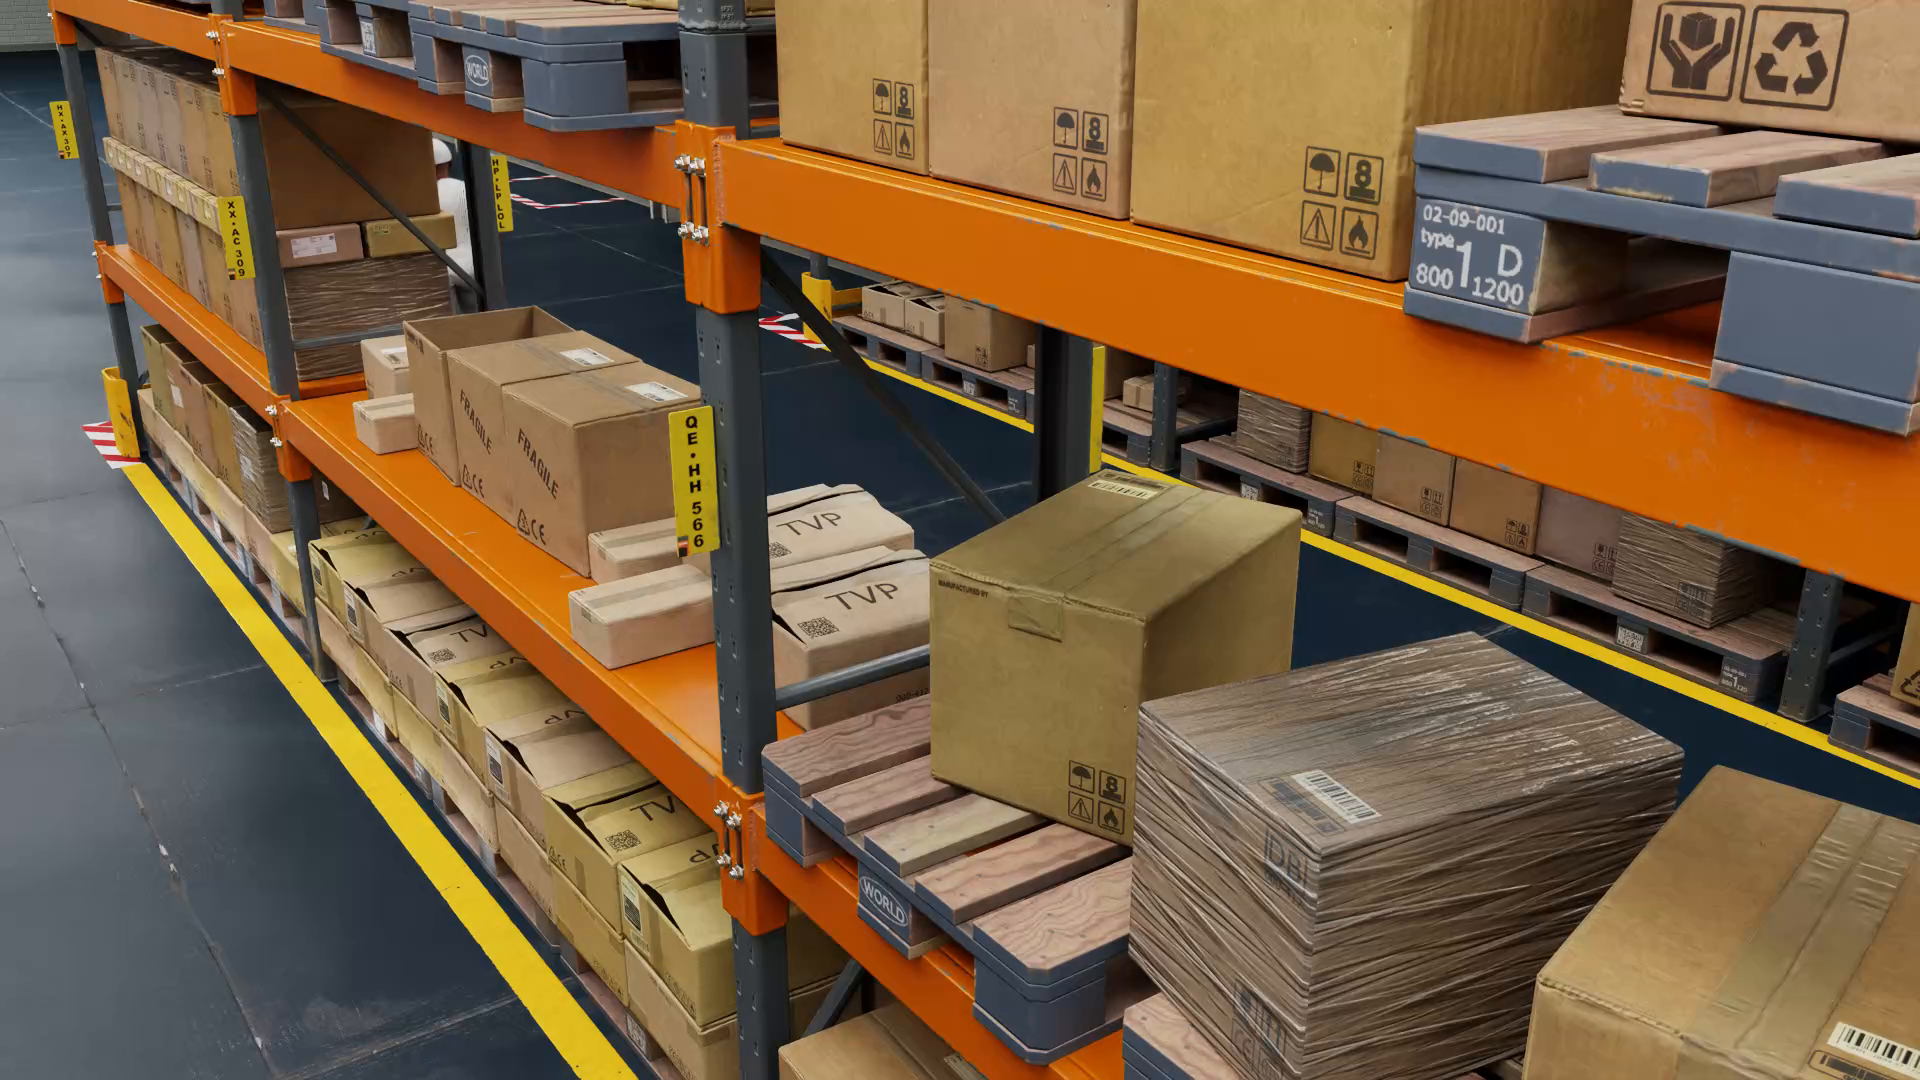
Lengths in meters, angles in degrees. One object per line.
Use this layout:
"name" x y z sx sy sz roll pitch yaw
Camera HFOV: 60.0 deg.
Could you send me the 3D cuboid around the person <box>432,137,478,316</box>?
"person" -3.428 -1.780 11.130 0.623 1.803 0.505 -13 25 -31
